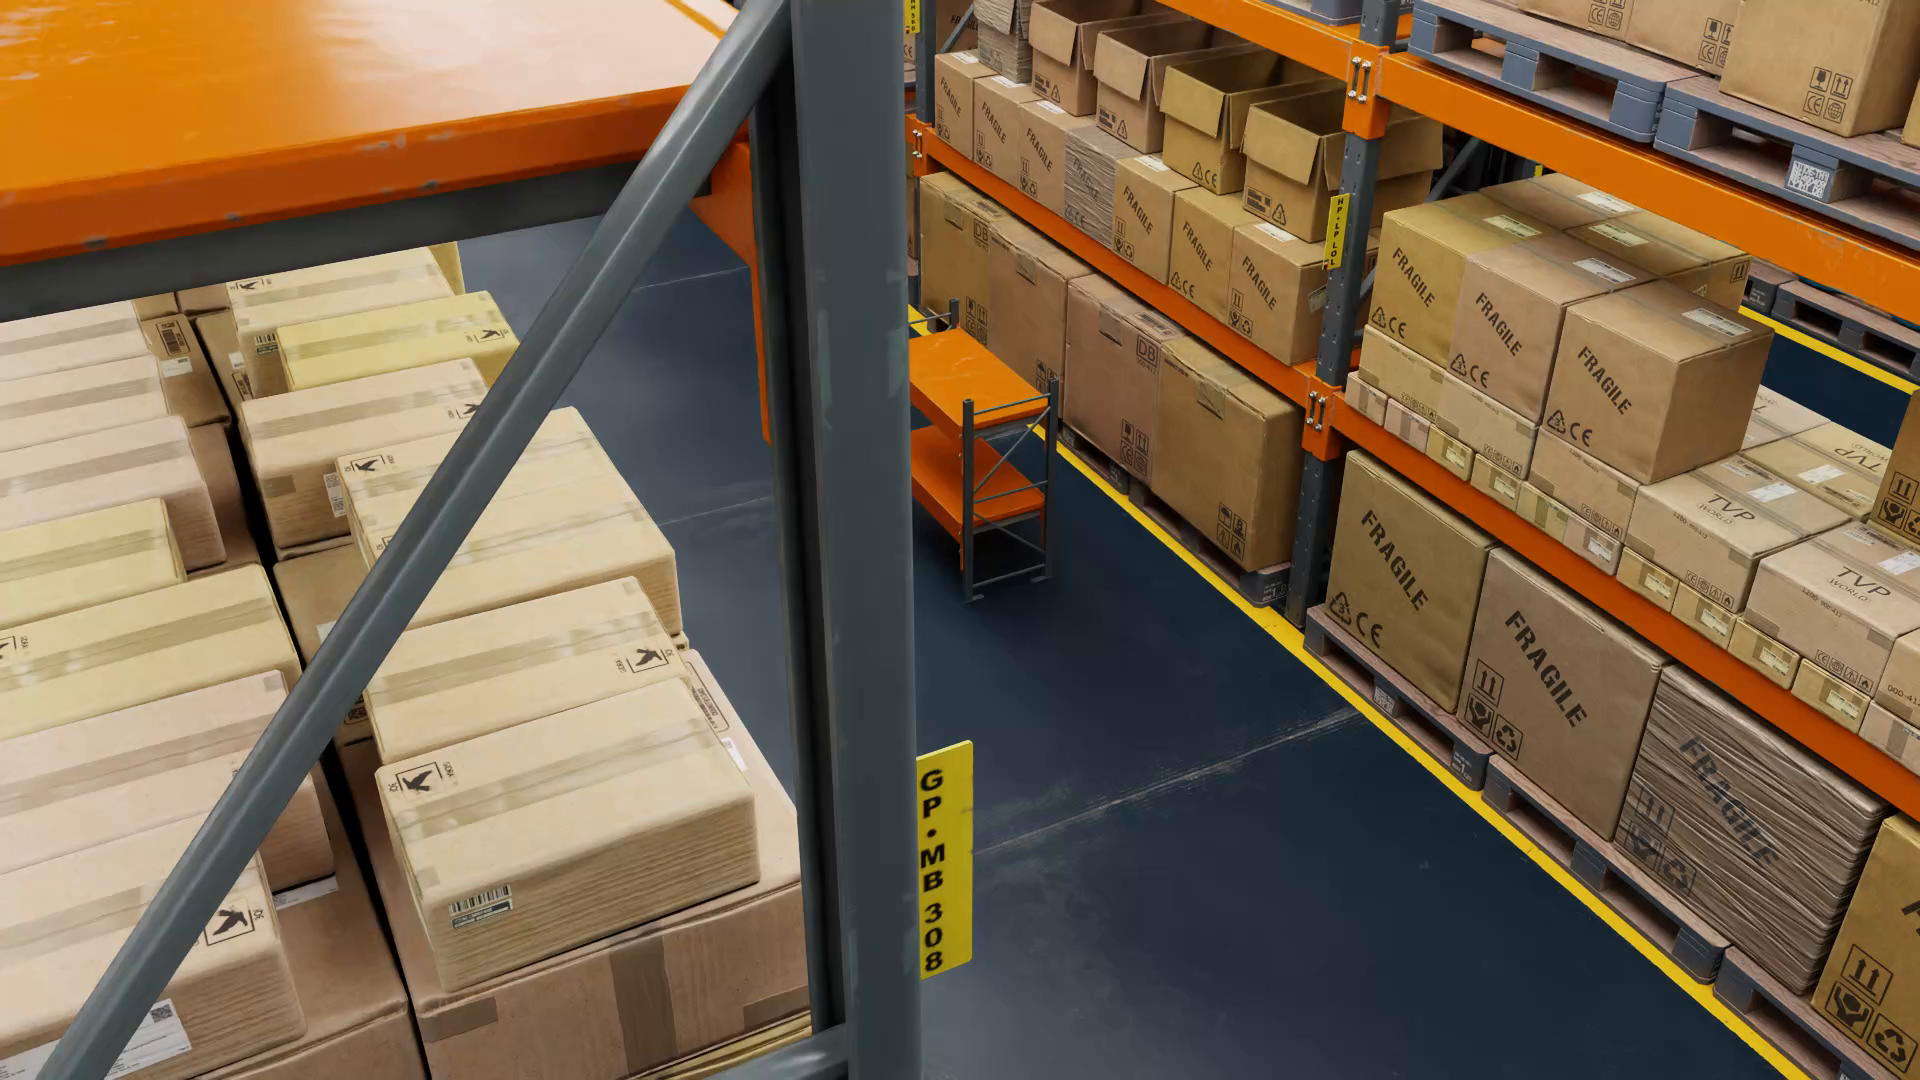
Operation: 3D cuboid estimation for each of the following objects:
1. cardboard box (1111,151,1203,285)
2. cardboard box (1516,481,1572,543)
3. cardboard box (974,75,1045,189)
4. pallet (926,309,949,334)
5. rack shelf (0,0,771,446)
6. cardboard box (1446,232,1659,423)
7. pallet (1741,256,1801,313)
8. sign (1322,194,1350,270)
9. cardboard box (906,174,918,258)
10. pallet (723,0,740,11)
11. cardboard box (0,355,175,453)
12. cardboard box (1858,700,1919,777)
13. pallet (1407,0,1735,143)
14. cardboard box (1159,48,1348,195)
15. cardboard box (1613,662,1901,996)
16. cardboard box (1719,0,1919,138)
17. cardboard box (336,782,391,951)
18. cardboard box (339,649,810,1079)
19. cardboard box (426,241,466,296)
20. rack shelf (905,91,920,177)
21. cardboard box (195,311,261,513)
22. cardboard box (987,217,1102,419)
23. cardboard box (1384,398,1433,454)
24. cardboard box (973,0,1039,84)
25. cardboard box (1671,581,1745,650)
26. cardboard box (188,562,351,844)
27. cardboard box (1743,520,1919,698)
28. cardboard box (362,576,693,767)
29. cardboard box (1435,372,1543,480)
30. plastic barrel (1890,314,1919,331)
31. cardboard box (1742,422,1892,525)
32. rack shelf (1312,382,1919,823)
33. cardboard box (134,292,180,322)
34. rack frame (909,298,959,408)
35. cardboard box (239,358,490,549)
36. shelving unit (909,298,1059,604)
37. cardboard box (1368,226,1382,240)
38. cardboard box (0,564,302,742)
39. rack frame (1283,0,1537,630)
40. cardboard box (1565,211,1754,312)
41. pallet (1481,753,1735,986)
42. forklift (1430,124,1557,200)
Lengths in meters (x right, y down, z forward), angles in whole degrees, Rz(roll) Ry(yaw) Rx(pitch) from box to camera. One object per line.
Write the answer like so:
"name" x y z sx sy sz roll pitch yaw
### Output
"cardboard box" 1.124 -1.663 8.472 0.500 0.500 0.500 -16 36 -24
"cardboard box" 2.392 -0.152 6.439 0.380 0.149 0.250 -16 36 -24
"cardboard box" 0.422 -2.386 9.600 0.500 0.500 0.500 -17 36 -24
"pallet" 0.494 -1.320 10.615 1.003 0.211 1.213 -16 36 -23
"rack shelf" -1.444 -1.048 2.715 1.077 0.370 4.000 -16 36 -23
"cardboard box" 2.278 -0.828 6.431 0.500 0.500 0.500 -16 36 -23
"pallet" 5.544 -2.014 11.697 1.003 0.211 1.213 -16 36 -23
"sign" 1.583 -1.293 6.988 0.100 0.325 0.005 -16 36 -23
"cardboard box" -0.137 -2.337 11.526 0.700 0.500 0.500 -18 37 -26
"pallet" -1.444 -4.316 12.884 1.003 0.211 1.213 -16 36 -23
"cardboard box" -1.496 -0.154 2.736 0.380 0.149 0.250 -15 36 -22
"cardboard box" 3.111 0.584 5.291 0.380 0.149 0.250 -15 36 -22
"pallet" 2.431 -1.813 6.101 1.003 0.211 1.213 -16 36 -23
"cardboard box" 1.444 -2.078 8.190 0.797 0.503 0.637 -15 36 -23
"cardboard box" 3.130 0.927 6.103 0.875 0.875 0.875 -16 36 -23
"cardboard box" 2.841 -1.603 5.117 0.700 0.500 0.500 -14 35 -21
"cardboard box" -0.736 0.397 2.708 0.500 0.250 0.500 -15 35 -22
"cardboard box" -0.491 0.438 2.181 0.500 0.250 0.500 -15 36 -22
"cardboard box" -1.227 -0.552 3.357 0.380 0.149 0.250 -17 36 -24
"rack shelf" -0.739 -3.541 12.163 1.077 0.370 4.000 -16 36 -23
"cardboard box" -1.193 -0.291 3.319 0.500 0.250 0.500 -17 36 -25
"cardboard box" 0.906 -1.410 9.750 1.225 0.875 0.875 -16 36 -23
"cardboard box" 2.025 -0.524 7.021 0.380 0.149 0.250 -17 36 -25
"cardboard box" 0.520 -3.001 9.631 0.797 0.503 0.637 -15 35 -22
"cardboard box" 2.754 0.218 5.863 0.380 0.149 0.250 -15 36 -22
"cardboard box" -1.191 0.318 2.368 0.500 0.250 0.500 -17 36 -24
"cardboard box" 2.989 0.217 5.494 0.500 0.250 0.500 -17 36 -25
"cardboard box" -0.564 0.212 2.165 0.380 0.149 0.250 -14 35 -21
"cardboard box" 2.273 -0.514 6.635 0.500 0.250 0.500 -16 36 -23
"plastic barrel" 6.201 -1.783 10.309 0.600 0.901 0.708 -16 36 -23
"cardboard box" 3.211 -0.165 6.091 0.500 0.250 0.500 -17 36 -24
"rack shelf" 2.991 0.277 6.204 1.077 0.370 4.000 -16 36 -23
"cardboard box" -1.914 -0.419 3.518 0.500 0.250 0.500 -15 36 -22
"rack frame" -0.234 -0.713 8.820 0.500 1.125 0.032 -16 36 -23
"cardboard box" -0.952 -0.149 2.727 0.380 0.149 0.250 -15 36 -22
"shelving unit" 0.003 -0.470 8.442 0.538 1.125 1.048 -16 36 -23
"cardboard box" 2.065 -1.305 7.914 0.500 0.500 0.500 -16 36 -23
"cardboard box" -1.075 0.200 2.182 0.380 0.149 0.250 -17 36 -25
"rack frame" 2.058 -0.980 7.500 1.000 3.000 0.127 -16 36 -23
"cardboard box" 2.739 -0.966 6.645 0.500 0.500 0.500 -15 36 -23
"pallet" 2.917 1.159 6.745 1.003 0.211 1.213 -16 36 -23
"forklift" 2.863 -2.407 9.790 1.130 2.935 3.031 -14 35 -21
